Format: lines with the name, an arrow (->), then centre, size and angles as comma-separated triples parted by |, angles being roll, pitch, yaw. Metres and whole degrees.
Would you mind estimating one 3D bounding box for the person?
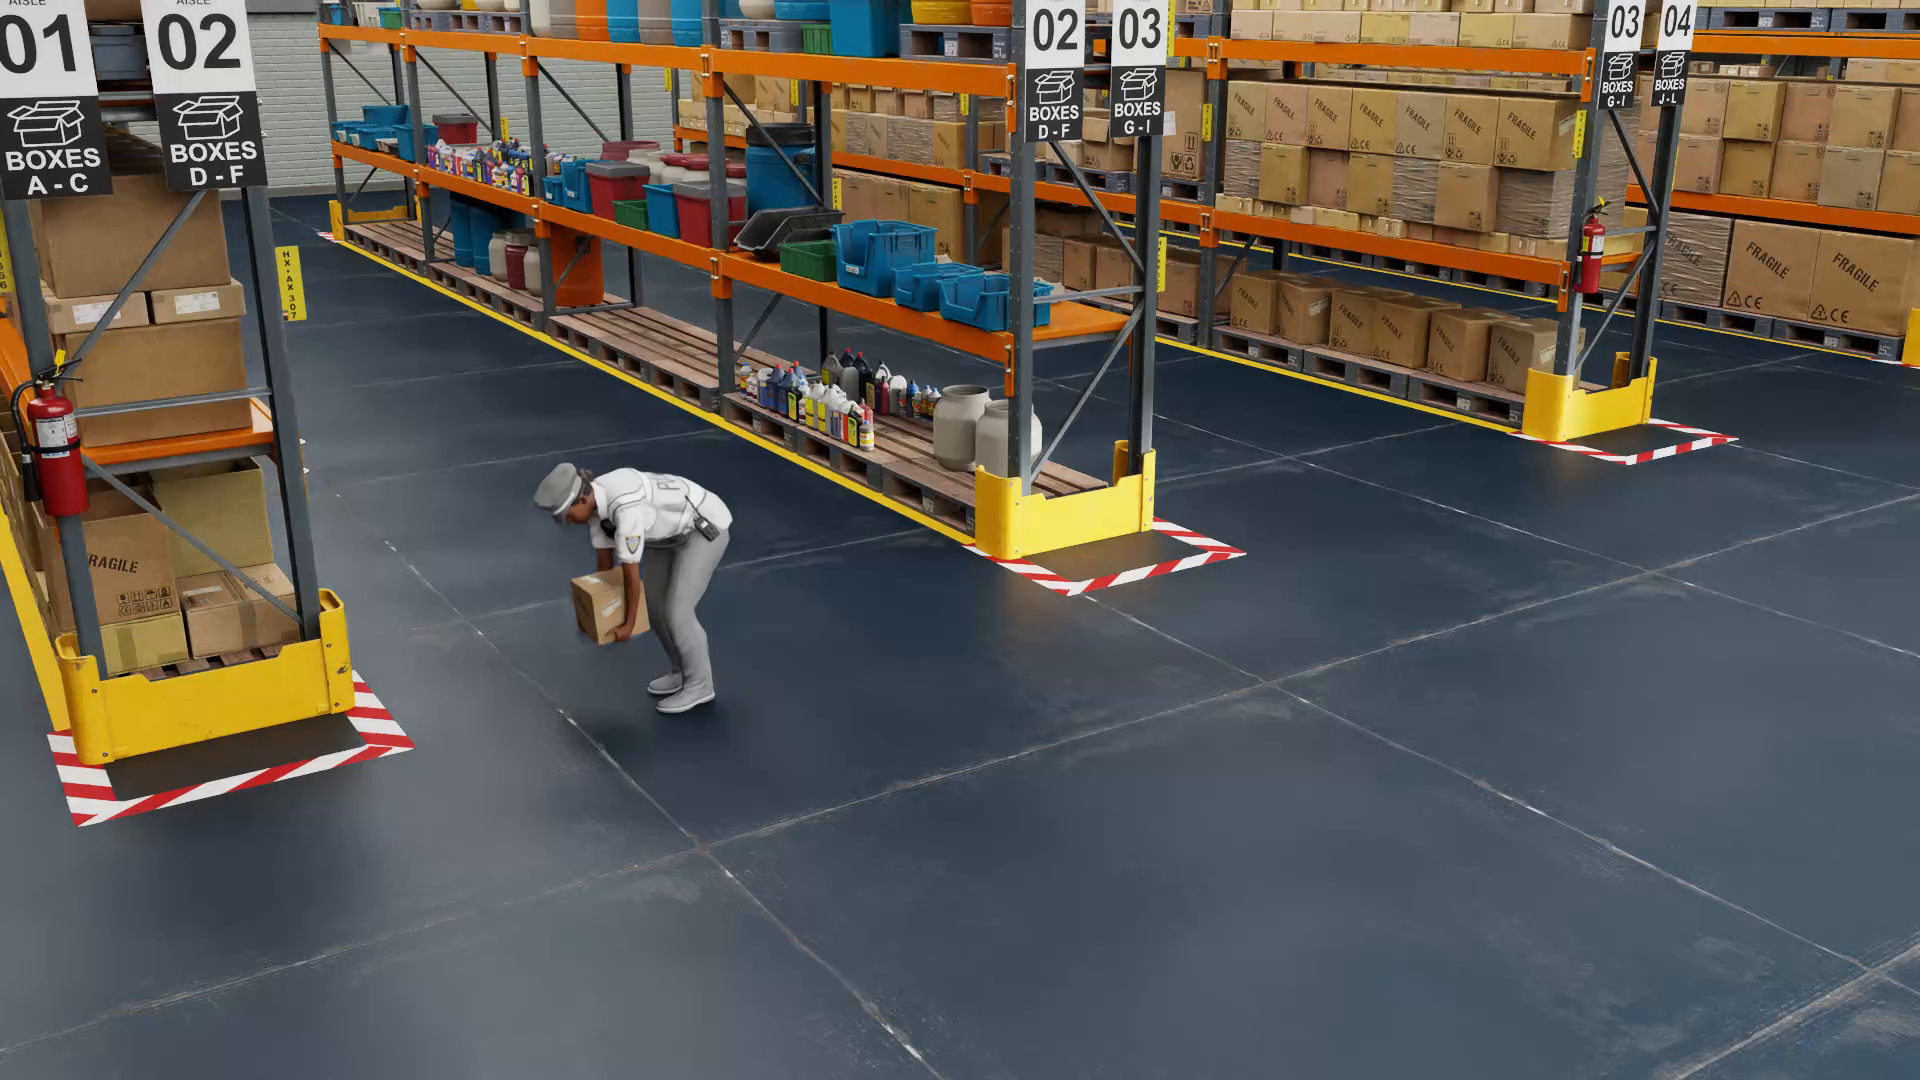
person -> -1.483, 0.202, 7.635 | 0.920, 1.238, 0.417 | -12, 22, -33
